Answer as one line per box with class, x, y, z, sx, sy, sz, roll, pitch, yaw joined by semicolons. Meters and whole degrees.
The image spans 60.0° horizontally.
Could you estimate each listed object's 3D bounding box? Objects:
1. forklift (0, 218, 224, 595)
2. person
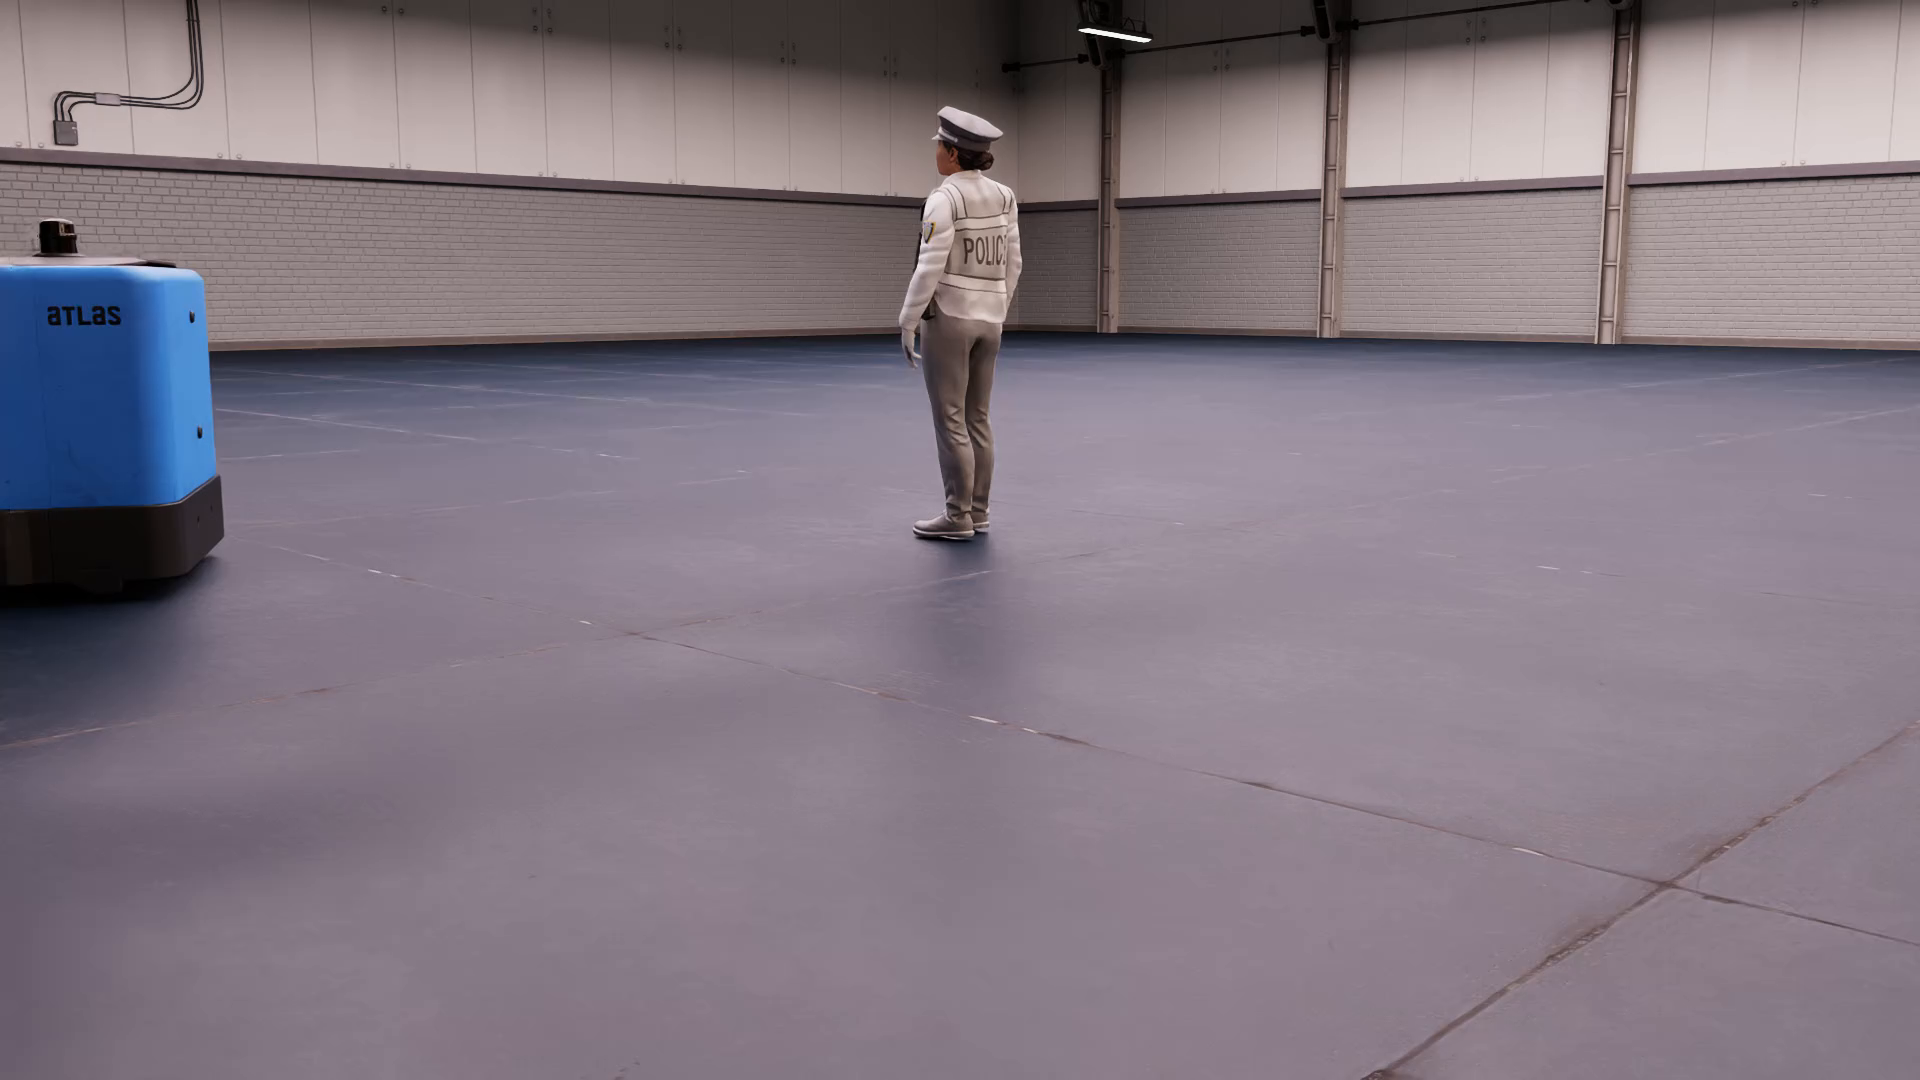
forklift;-4.130;-1.267;5.287;3.031;2.935;1.130;-2;9;-16
person;-0.045;-0.853;6.642;0.531;1.695;0.588;8;12;43
